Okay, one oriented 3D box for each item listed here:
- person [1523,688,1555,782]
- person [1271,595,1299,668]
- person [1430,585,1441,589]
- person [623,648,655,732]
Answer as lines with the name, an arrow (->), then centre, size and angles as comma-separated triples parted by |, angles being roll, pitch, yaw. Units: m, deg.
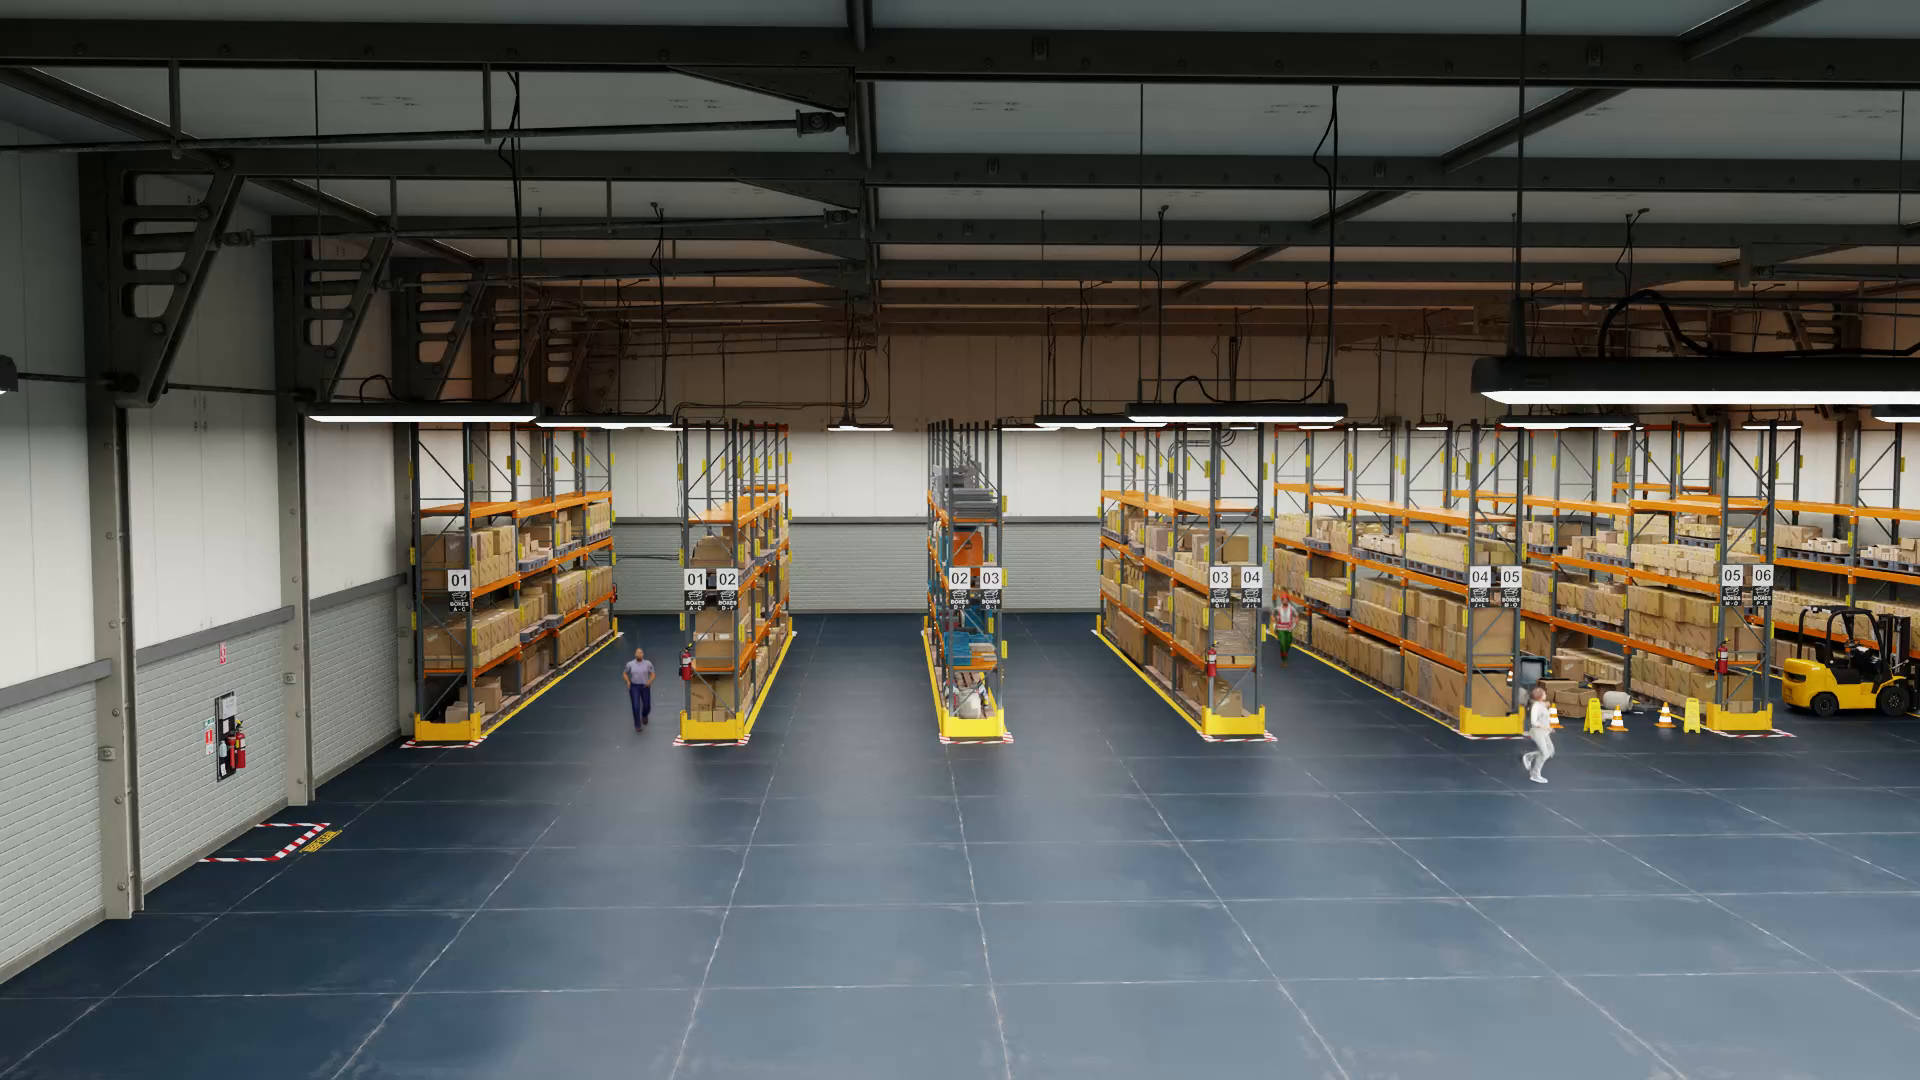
person -> 9.516, 3.206, 27.338 | 0.546, 1.554, 0.539 | 2, 4, 33
person -> 8.002, 2.224, 40.943 | 0.668, 1.786, 0.892 | 0, 4, 3
person -> 14.118, 1.760, 49.389 | 0.507, 1.609, 0.665 | 1, 4, 19
person -> -6.182, 2.872, 32.041 | 0.611, 1.597, 0.652 | -1, 4, -14
